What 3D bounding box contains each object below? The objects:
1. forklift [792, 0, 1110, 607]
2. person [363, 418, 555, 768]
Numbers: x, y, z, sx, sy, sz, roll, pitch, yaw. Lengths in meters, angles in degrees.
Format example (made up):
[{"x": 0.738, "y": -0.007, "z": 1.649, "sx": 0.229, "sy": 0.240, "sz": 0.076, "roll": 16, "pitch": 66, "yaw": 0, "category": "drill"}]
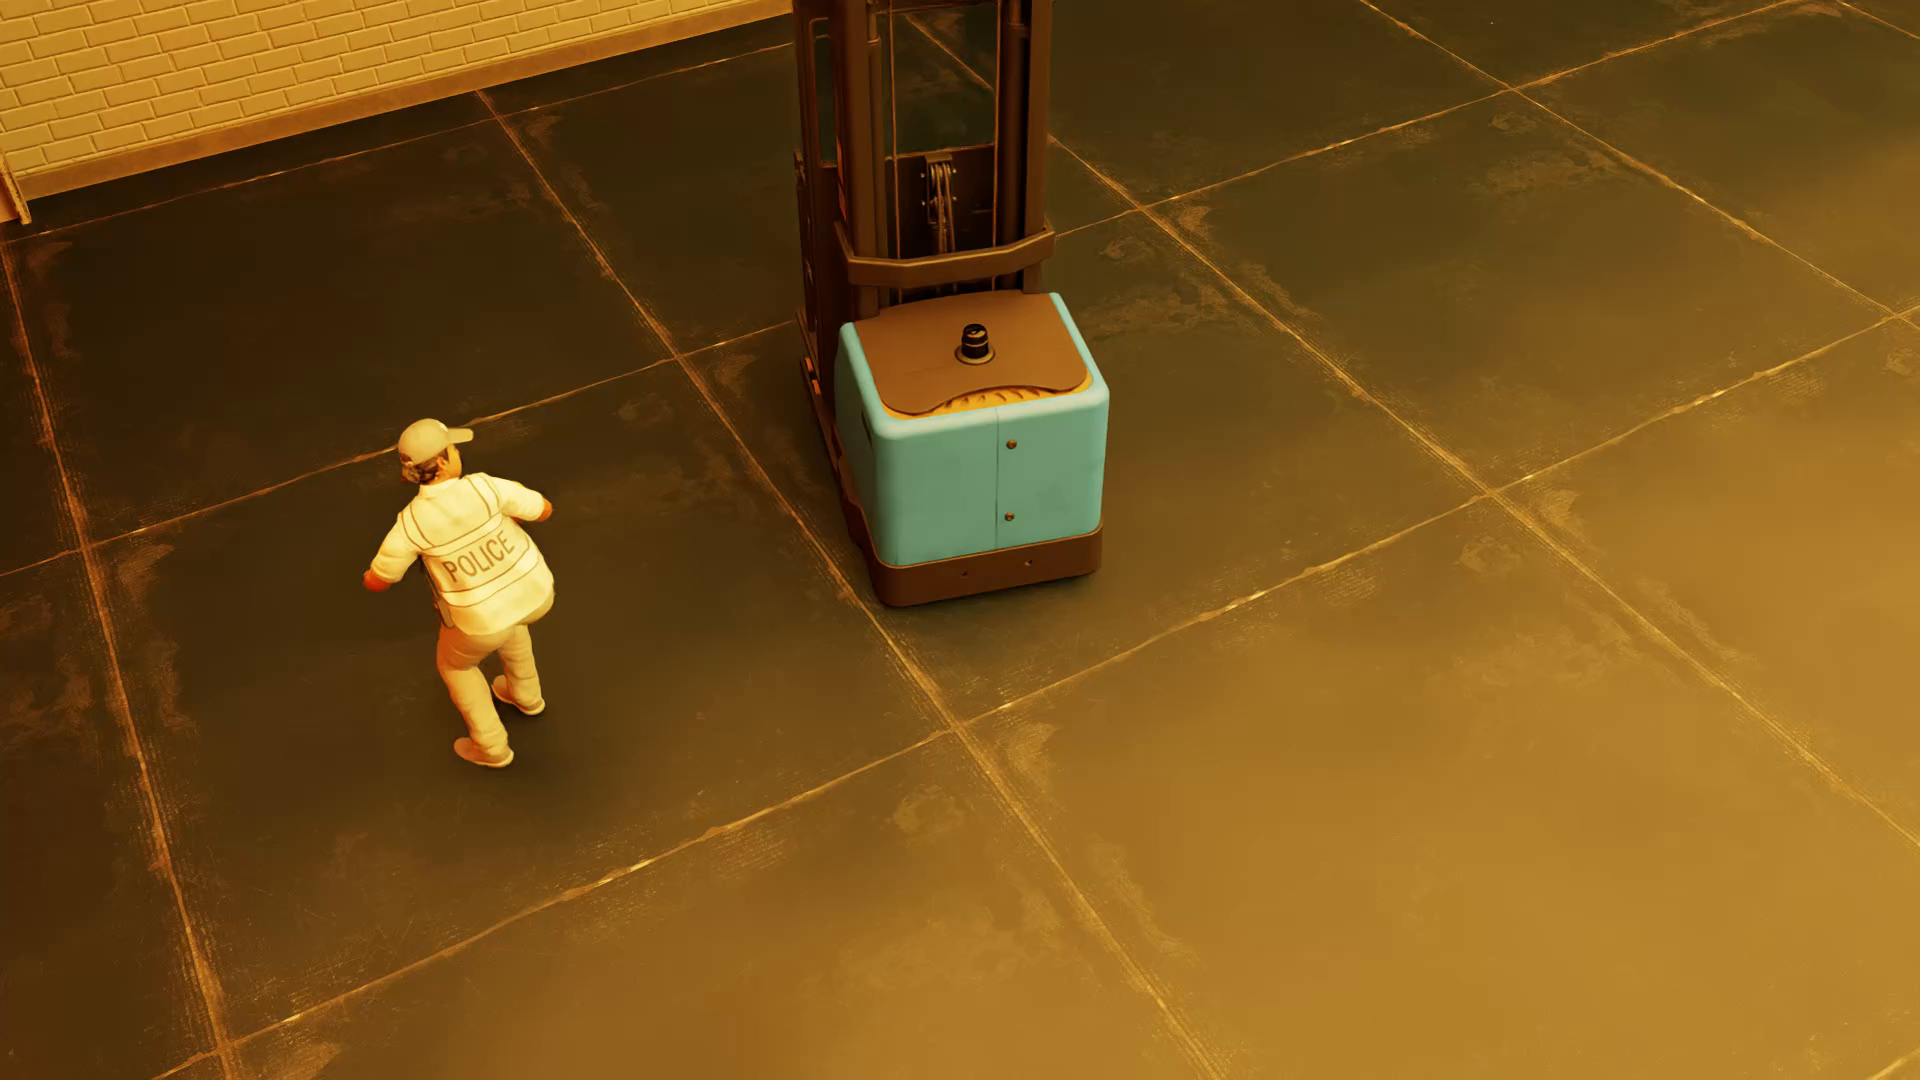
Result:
[{"x": -0.212, "y": -1.794, "z": 7.632, "sx": 1.130, "sy": 2.935, "sz": 3.031, "roll": -10, "pitch": 44, "yaw": -10, "category": "forklift"}, {"x": -1.920, "y": 0.197, "z": 6.498, "sx": 0.719, "sy": 1.622, "sz": 0.630, "roll": -32, "pitch": 51, "yaw": -30, "category": "person"}]
